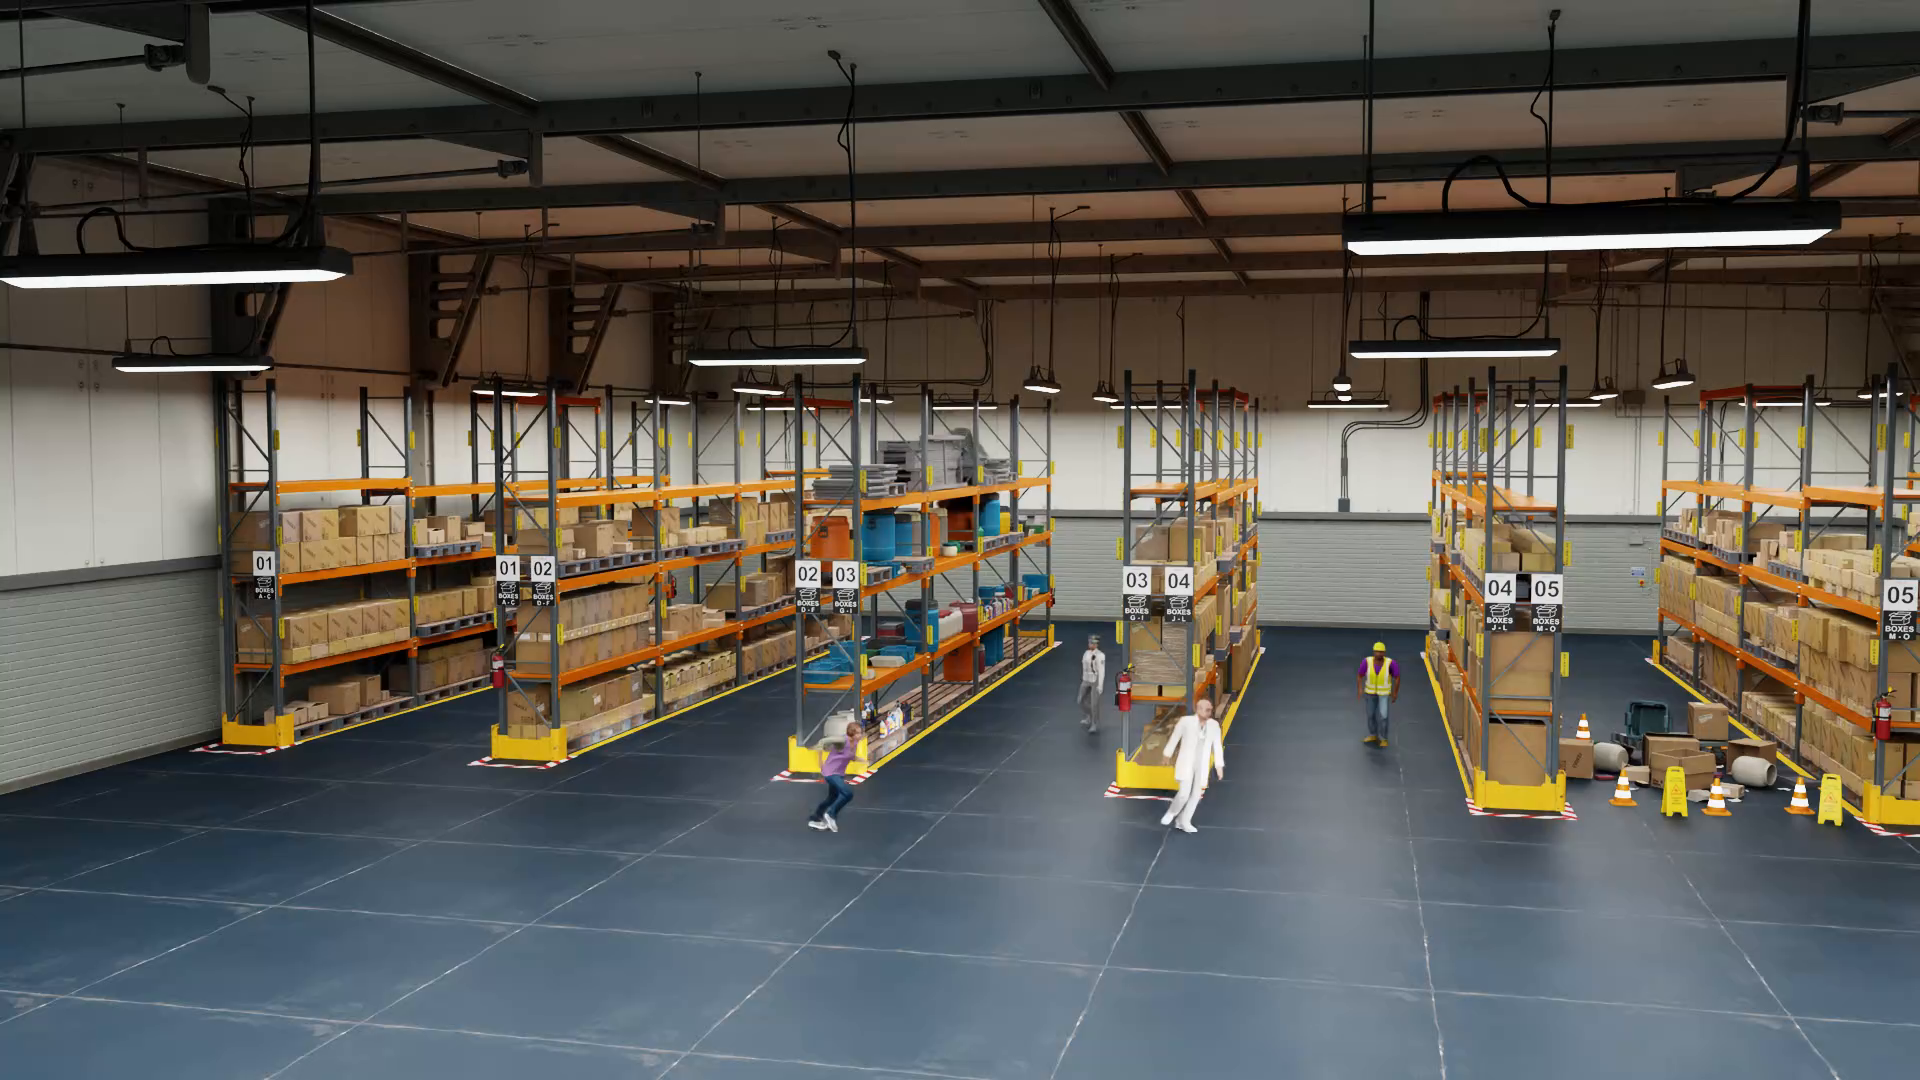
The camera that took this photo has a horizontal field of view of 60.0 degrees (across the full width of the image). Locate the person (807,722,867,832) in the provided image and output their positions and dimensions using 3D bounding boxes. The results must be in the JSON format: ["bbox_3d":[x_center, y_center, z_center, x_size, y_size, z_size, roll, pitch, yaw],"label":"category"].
[{"bbox_3d":[-1.577,3.060,21.081,0.875,1.323,0.570,2,4,29],"label":"person"}]

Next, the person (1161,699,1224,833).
[{"bbox_3d":[2.951,2.869,21.188,0.730,1.740,0.595,-1,4,-15],"label":"person"}]

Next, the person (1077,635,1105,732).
[{"bbox_3d":[2.282,2.467,28.584,0.603,1.698,0.475,3,5,45],"label":"person"}]

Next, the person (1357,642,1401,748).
[{"bbox_3d":[6.874,2.515,27.278,0.690,1.716,0.650,2,4,26],"label":"person"}]
